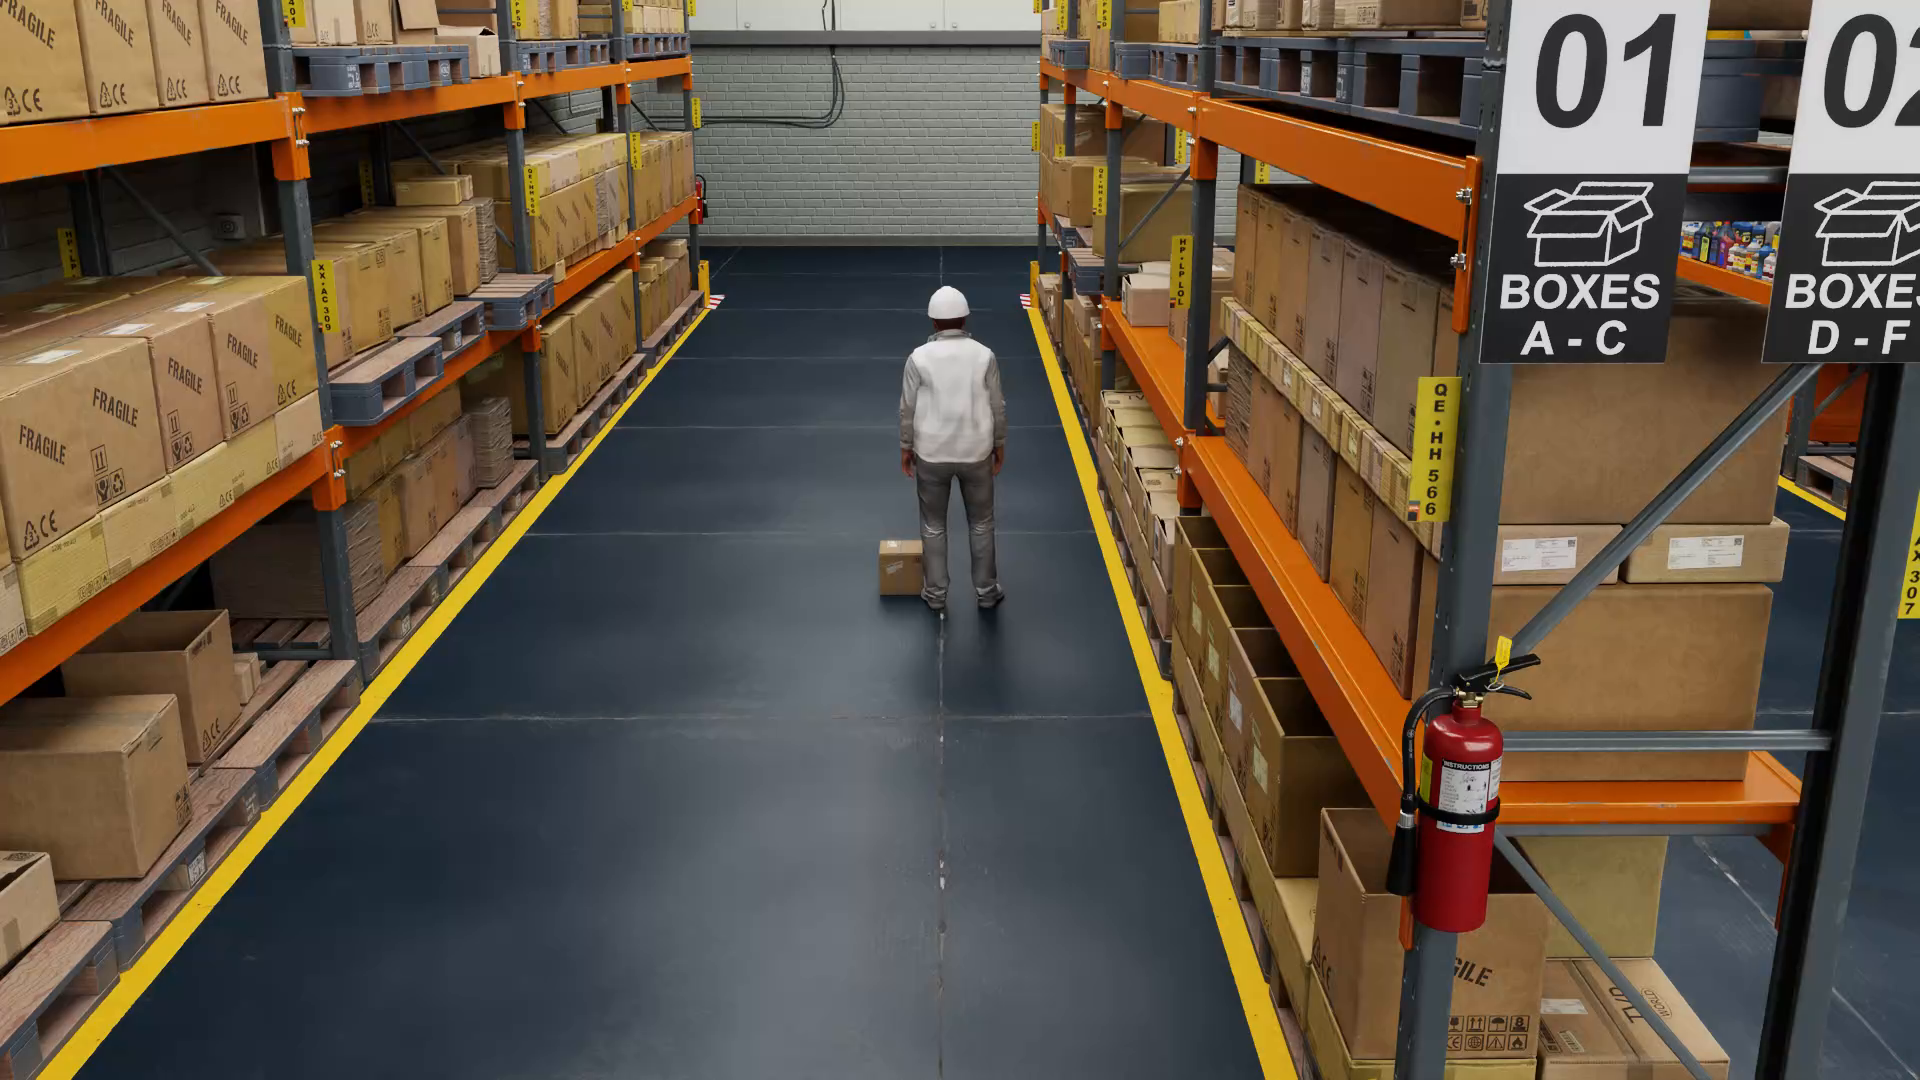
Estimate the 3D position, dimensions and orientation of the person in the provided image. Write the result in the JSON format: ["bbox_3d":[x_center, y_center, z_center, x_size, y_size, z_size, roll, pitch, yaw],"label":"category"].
[{"bbox_3d":[-0.037,-0.493,9.114,0.594,1.770,0.457,-1,17,-4],"label":"person"}]
